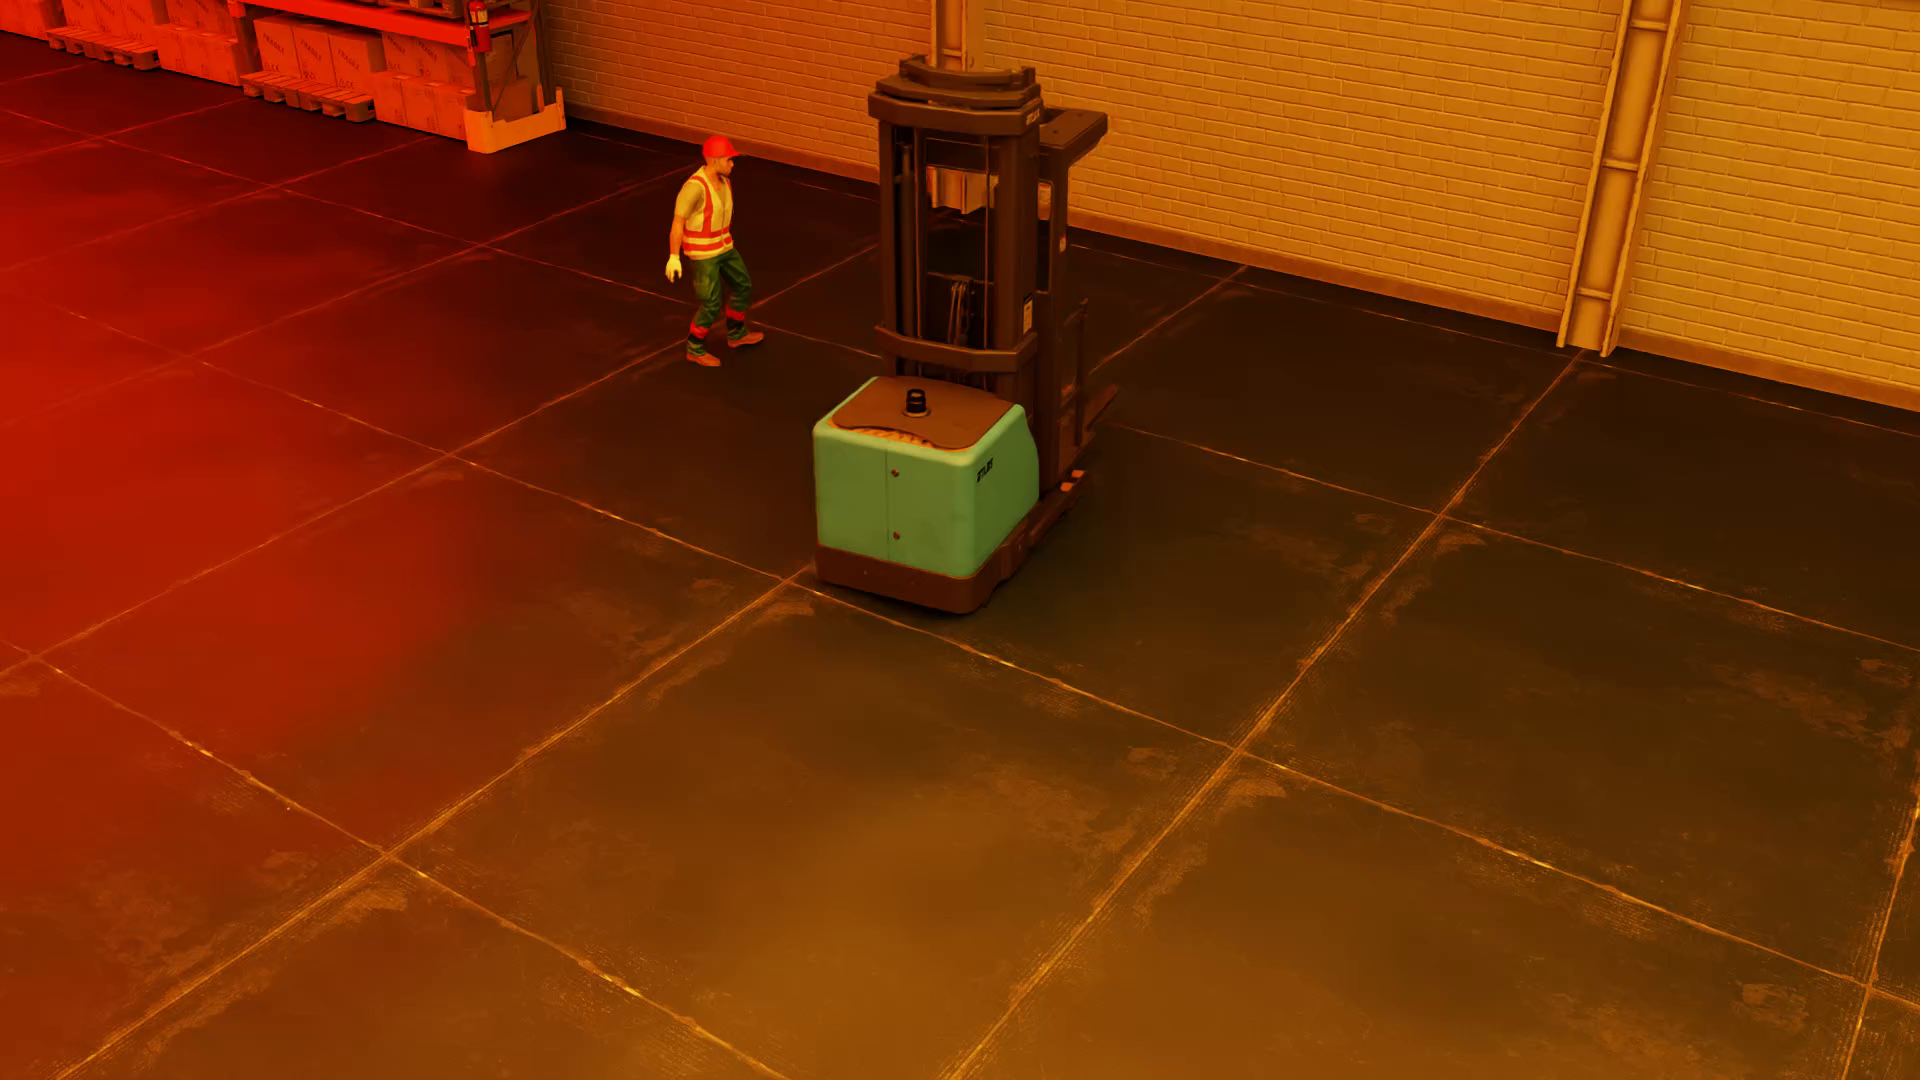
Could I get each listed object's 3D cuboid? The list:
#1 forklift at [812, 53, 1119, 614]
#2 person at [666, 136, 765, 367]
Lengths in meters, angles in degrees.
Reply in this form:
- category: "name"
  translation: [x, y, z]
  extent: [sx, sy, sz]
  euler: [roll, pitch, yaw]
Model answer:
- category: "forklift"
  translation: [0.211, -1.561, 10.269]
  extent: [1.130, 2.935, 3.031]
  euler: [13, 33, 21]
- category: "person"
  translation: [-1.851, -2.168, 12.516]
  extent: [0.455, 1.747, 0.880]
  euler: [14, 33, 23]
